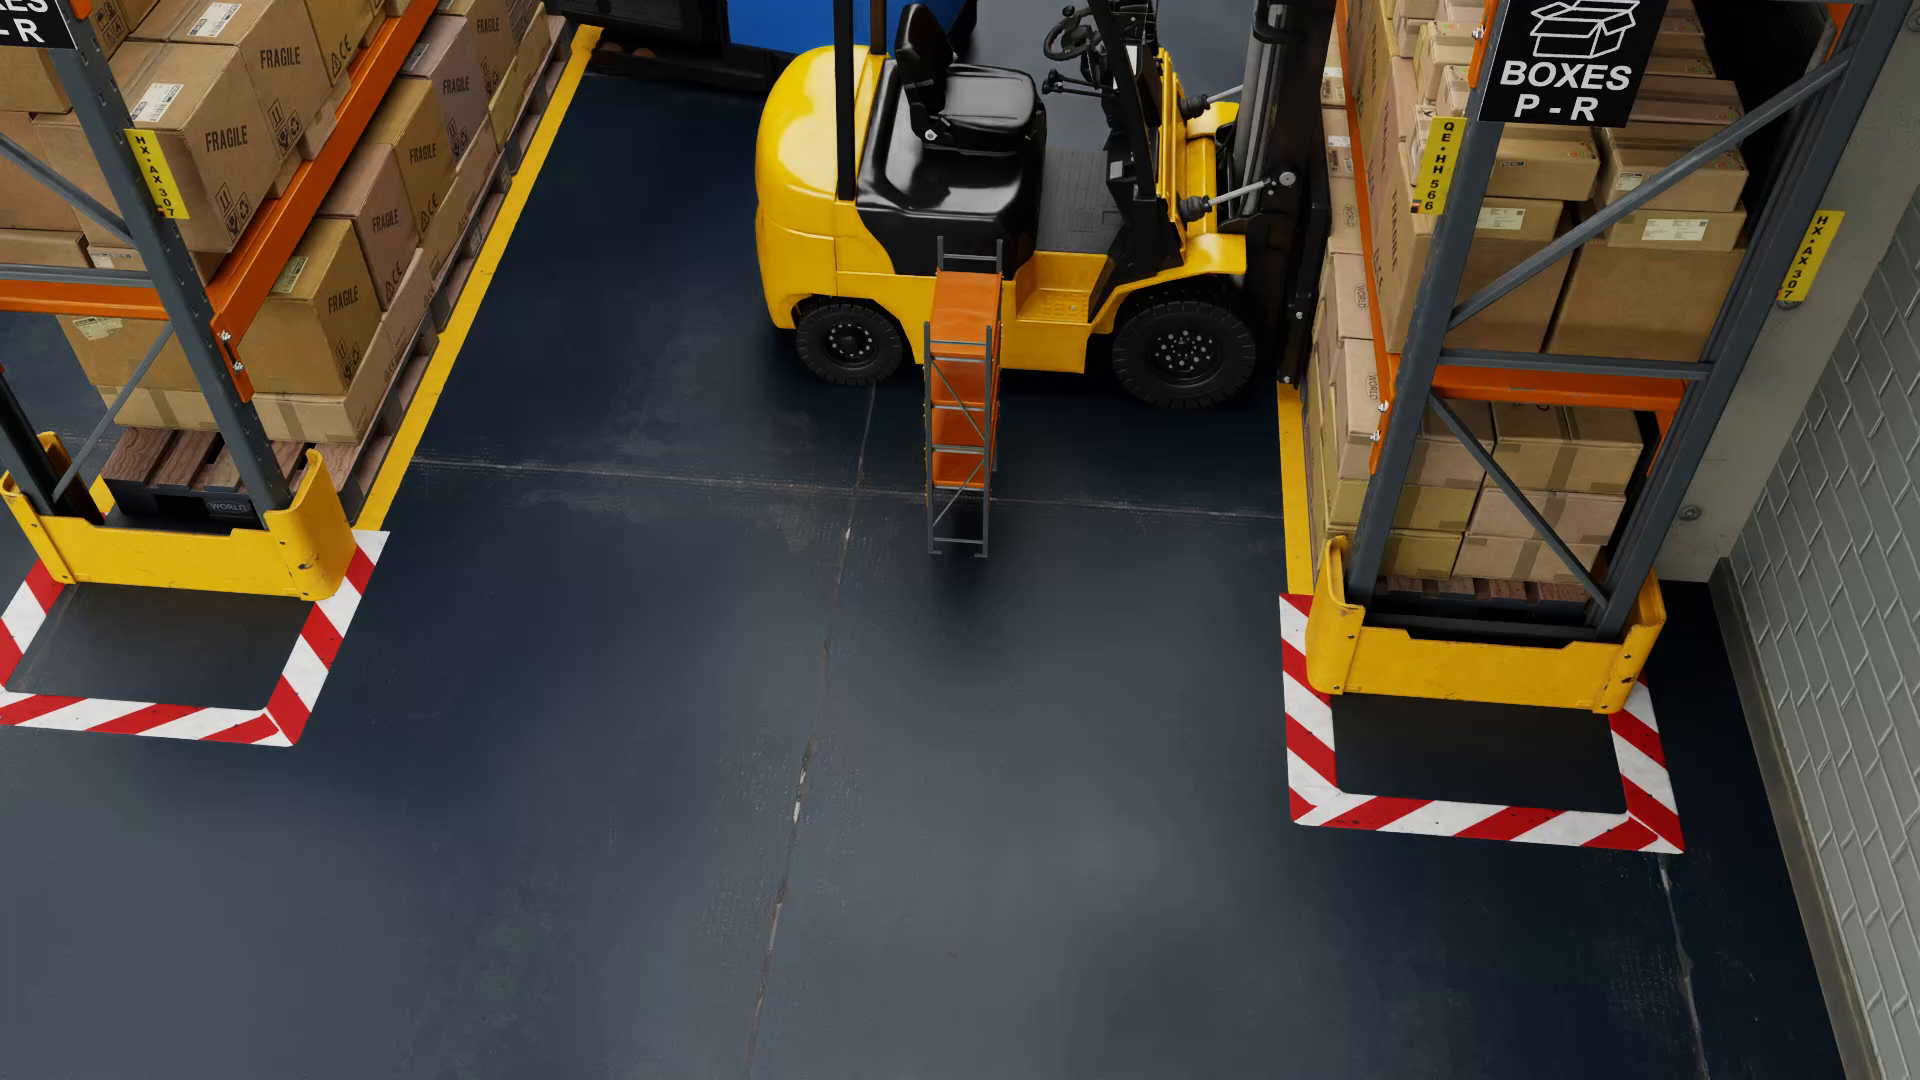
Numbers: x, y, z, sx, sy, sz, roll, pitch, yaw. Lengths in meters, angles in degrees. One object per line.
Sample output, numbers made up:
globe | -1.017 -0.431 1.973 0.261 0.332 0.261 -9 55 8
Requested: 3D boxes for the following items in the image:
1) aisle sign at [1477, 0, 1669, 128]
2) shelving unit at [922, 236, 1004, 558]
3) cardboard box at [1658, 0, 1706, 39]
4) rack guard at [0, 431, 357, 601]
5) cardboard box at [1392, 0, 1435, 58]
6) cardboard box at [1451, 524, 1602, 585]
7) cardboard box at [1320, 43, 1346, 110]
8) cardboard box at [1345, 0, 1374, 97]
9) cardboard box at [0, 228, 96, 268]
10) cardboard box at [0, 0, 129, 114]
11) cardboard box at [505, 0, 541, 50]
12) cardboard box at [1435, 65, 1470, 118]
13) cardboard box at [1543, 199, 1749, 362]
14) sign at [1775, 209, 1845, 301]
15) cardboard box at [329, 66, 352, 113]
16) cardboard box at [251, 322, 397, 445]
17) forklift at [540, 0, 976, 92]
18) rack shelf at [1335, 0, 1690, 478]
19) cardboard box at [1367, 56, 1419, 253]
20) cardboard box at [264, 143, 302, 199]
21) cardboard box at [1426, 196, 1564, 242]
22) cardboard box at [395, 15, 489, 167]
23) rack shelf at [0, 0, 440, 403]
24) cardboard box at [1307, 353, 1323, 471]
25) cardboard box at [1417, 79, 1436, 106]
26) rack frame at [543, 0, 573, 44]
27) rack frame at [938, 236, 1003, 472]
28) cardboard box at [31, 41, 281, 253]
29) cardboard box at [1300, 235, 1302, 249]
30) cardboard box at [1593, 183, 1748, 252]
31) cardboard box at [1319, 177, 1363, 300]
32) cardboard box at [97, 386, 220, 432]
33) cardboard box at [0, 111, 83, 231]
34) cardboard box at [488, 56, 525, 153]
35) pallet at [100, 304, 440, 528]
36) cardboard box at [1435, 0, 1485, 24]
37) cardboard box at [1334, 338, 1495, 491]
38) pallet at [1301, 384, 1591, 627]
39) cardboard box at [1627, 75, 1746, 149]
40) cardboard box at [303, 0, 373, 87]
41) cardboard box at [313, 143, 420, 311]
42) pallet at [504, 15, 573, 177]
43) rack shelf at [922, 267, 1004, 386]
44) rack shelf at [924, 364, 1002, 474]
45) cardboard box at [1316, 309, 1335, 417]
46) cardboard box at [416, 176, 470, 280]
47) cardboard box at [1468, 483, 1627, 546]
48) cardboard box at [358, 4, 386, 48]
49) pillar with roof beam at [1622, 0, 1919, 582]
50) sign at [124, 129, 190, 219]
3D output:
aisle sign | 1.607 -1.396 4.233 0.394 0.787 0.004 4 48 4
shelving unit | 0.015 -0.527 6.419 0.258 1.200 0.503 4 48 4
cardboard box | 2.254 -1.699 5.562 0.380 0.149 0.250 4 48 4
rack guard | -3.031 -0.091 6.494 1.175 0.500 0.348 4 48 4
cardboard box | 1.748 -1.831 5.885 0.380 0.149 0.250 2 48 2
cardboard box | 2.145 -0.109 6.396 0.500 0.250 0.500 4 48 4
cardboard box | 1.823 -1.962 7.413 0.500 0.250 0.500 5 48 5
cardboard box | 1.827 -2.088 6.559 0.500 0.500 0.500 4 48 4
cardboard box | -3.216 -1.083 5.878 0.380 0.149 0.250 5 48 5
cardboard box | -3.208 -1.740 5.362 0.700 0.500 0.500 3 48 3
cardboard box | -2.460 -2.832 8.378 0.500 0.500 0.500 3 48 3
cardboard box | 1.720 -1.361 5.253 0.380 0.149 0.250 4 48 4
cardboard box | 2.228 -0.927 5.497 0.500 0.500 0.500 5 48 5
sign | 2.458 -0.825 4.831 0.100 0.325 0.005 4 48 4
cardboard box | -2.628 -1.781 6.517 0.380 0.149 0.250 5 48 5
cardboard box | -2.689 -0.667 6.906 0.500 0.250 0.500 4 48 3
forklift | -1.485 -3.842 8.277 3.031 2.935 1.130 13 49 11
rack shelf | 2.088 -1.775 6.828 1.077 0.370 4.000 4 48 4
cardboard box | 1.746 -1.341 5.876 0.500 0.500 0.500 5 48 5
cardboard box | -2.687 -1.406 6.173 0.380 0.149 0.250 2 48 2
cardboard box | 1.658 -1.074 5.192 0.380 0.149 0.250 5 48 4
cardboard box | -2.550 -2.083 7.693 0.500 0.500 0.500 6 48 6
rack shelf | -2.855 -2.106 7.131 1.077 0.370 4.000 4 48 4
cardboard box | 1.689 -0.493 6.747 0.500 0.250 0.500 4 48 4
cardboard box | 1.737 -1.450 5.536 0.380 0.149 0.250 5 48 4
rack frame | -2.673 -3.818 8.209 1.000 3.000 0.127 4 48 4
rack frame | 0.037 -0.706 6.583 0.240 1.200 0.015 4 48 4
cardboard box | -2.718 -1.342 5.676 0.500 0.500 0.500 3 48 3
cardboard box | 1.768 -1.243 7.433 0.500 0.250 0.500 5 48 5
cardboard box | 2.195 -1.032 5.154 0.380 0.149 0.250 3 48 3
cardboard box | 1.714 -1.205 6.721 0.500 0.250 0.500 4 48 4
cardboard box | -3.230 -0.722 6.957 0.500 0.250 0.500 4 48 3
cardboard box | -3.262 -1.430 5.756 0.500 0.500 0.500 3 48 3
cardboard box | -2.498 -2.187 8.297 0.500 0.250 0.500 3 48 2
pallet | -2.921 -0.588 7.145 1.003 0.211 1.213 4 48 4
cardboard box | 1.814 -1.733 5.594 0.380 0.149 0.250 4 48 4
cardboard box | 1.637 -0.458 6.037 0.500 0.250 0.500 5 48 5
pallet | 1.934 -0.171 6.764 1.003 0.211 1.213 4 48 4
cardboard box | 2.236 -1.324 5.220 0.380 0.149 0.250 5 48 5
cardboard box | -2.629 -2.098 6.366 0.500 0.500 0.500 3 48 3
cardboard box | -2.644 -1.322 6.997 0.500 0.500 0.500 2 48 2
pallet | -2.699 -2.381 8.785 1.003 0.211 1.213 4 48 4
rack shelf | 0.015 -0.792 6.129 0.258 0.148 0.480 4 48 4
rack shelf | 0.015 -0.481 6.468 0.258 0.148 0.480 4 48 4
cardboard box | 1.695 -0.677 6.576 0.500 0.250 0.500 3 48 3
cardboard box | -2.597 -1.443 7.616 0.500 0.250 0.500 7 48 6
cardboard box | 2.156 -0.262 6.197 0.500 0.250 0.500 5 48 4
cardboard box | -2.610 -2.171 6.873 0.380 0.149 0.250 3 48 2
pillar with roof beam | -1.420 -3.313 3.682 9.100 9.000 0.400 4 48 4
sign | -2.497 -1.135 5.168 0.100 0.325 0.005 4 48 4
